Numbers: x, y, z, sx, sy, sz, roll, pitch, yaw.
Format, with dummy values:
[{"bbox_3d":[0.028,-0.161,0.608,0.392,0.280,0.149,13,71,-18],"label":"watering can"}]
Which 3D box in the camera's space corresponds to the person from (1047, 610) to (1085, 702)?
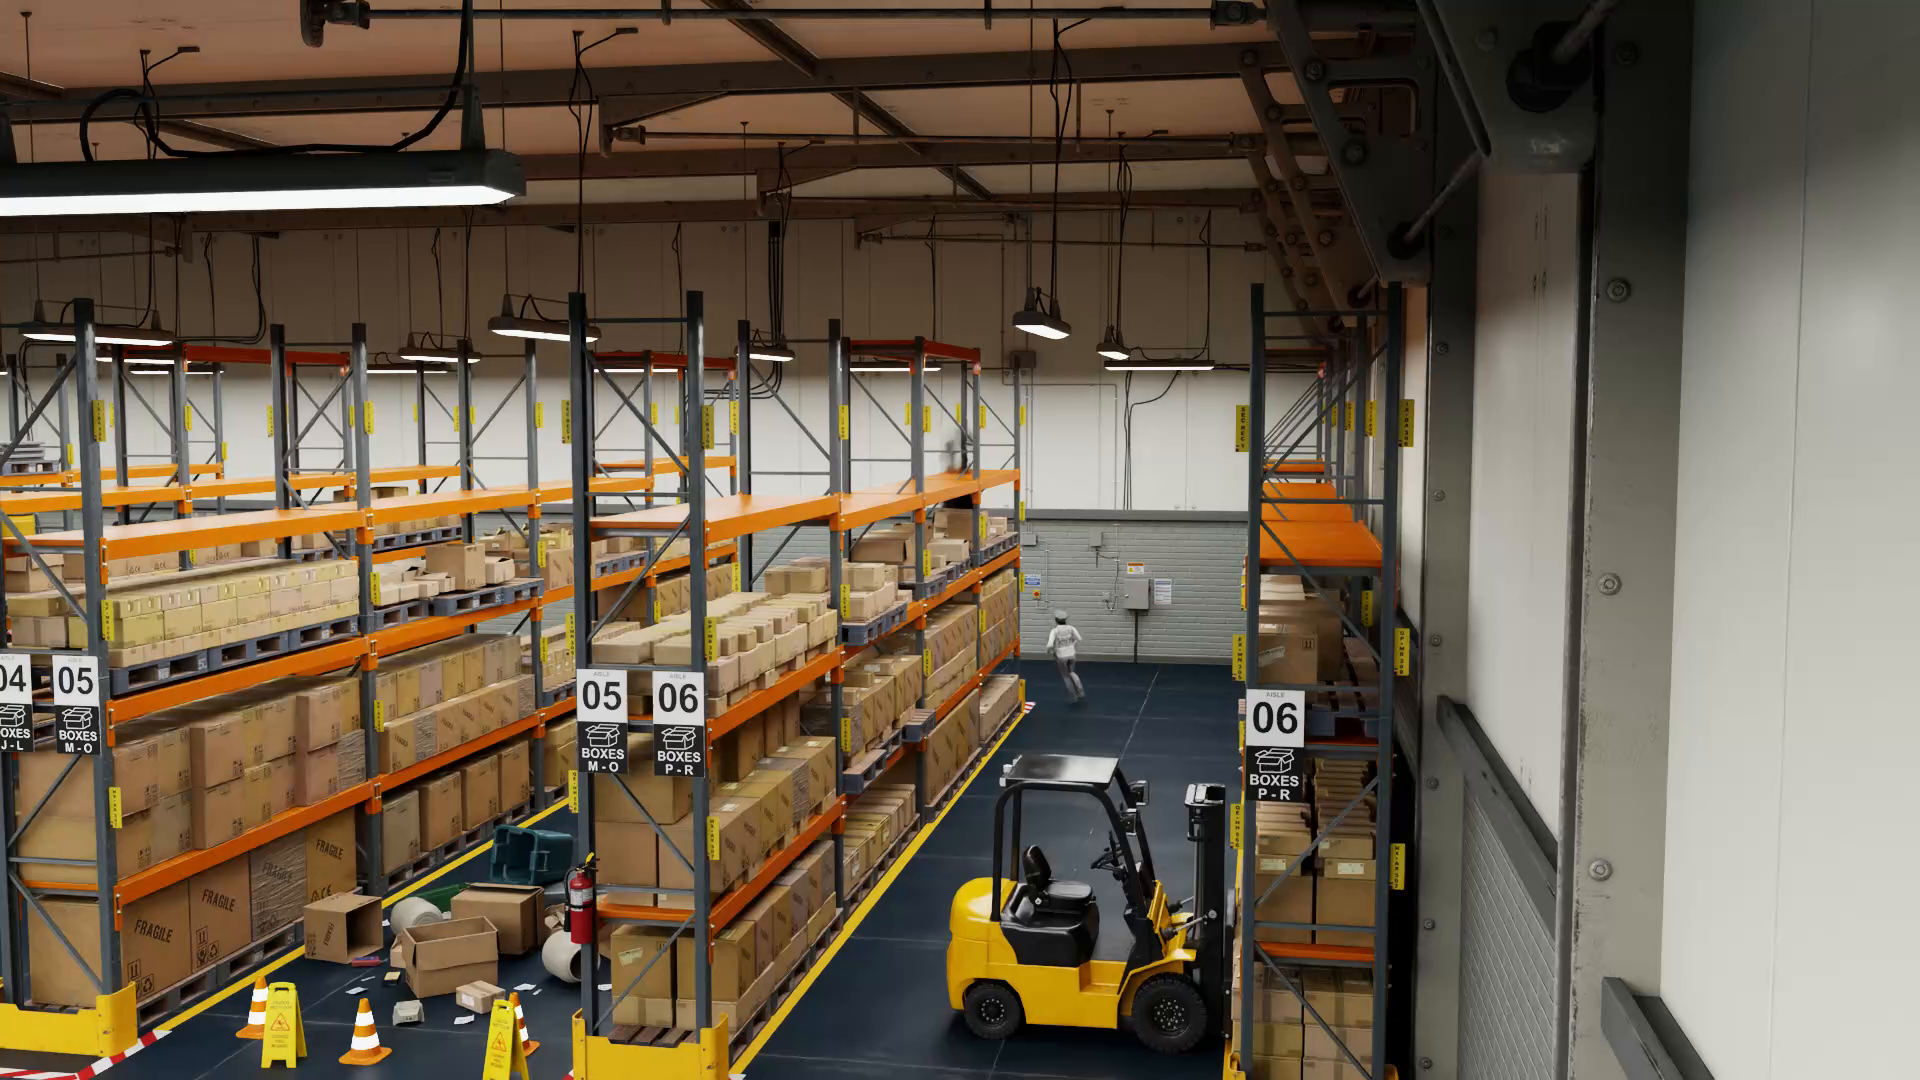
[{"bbox_3d":[1.801,2.034,28.864,0.671,1.636,0.535,-2,5,-19],"label":"person"}]
